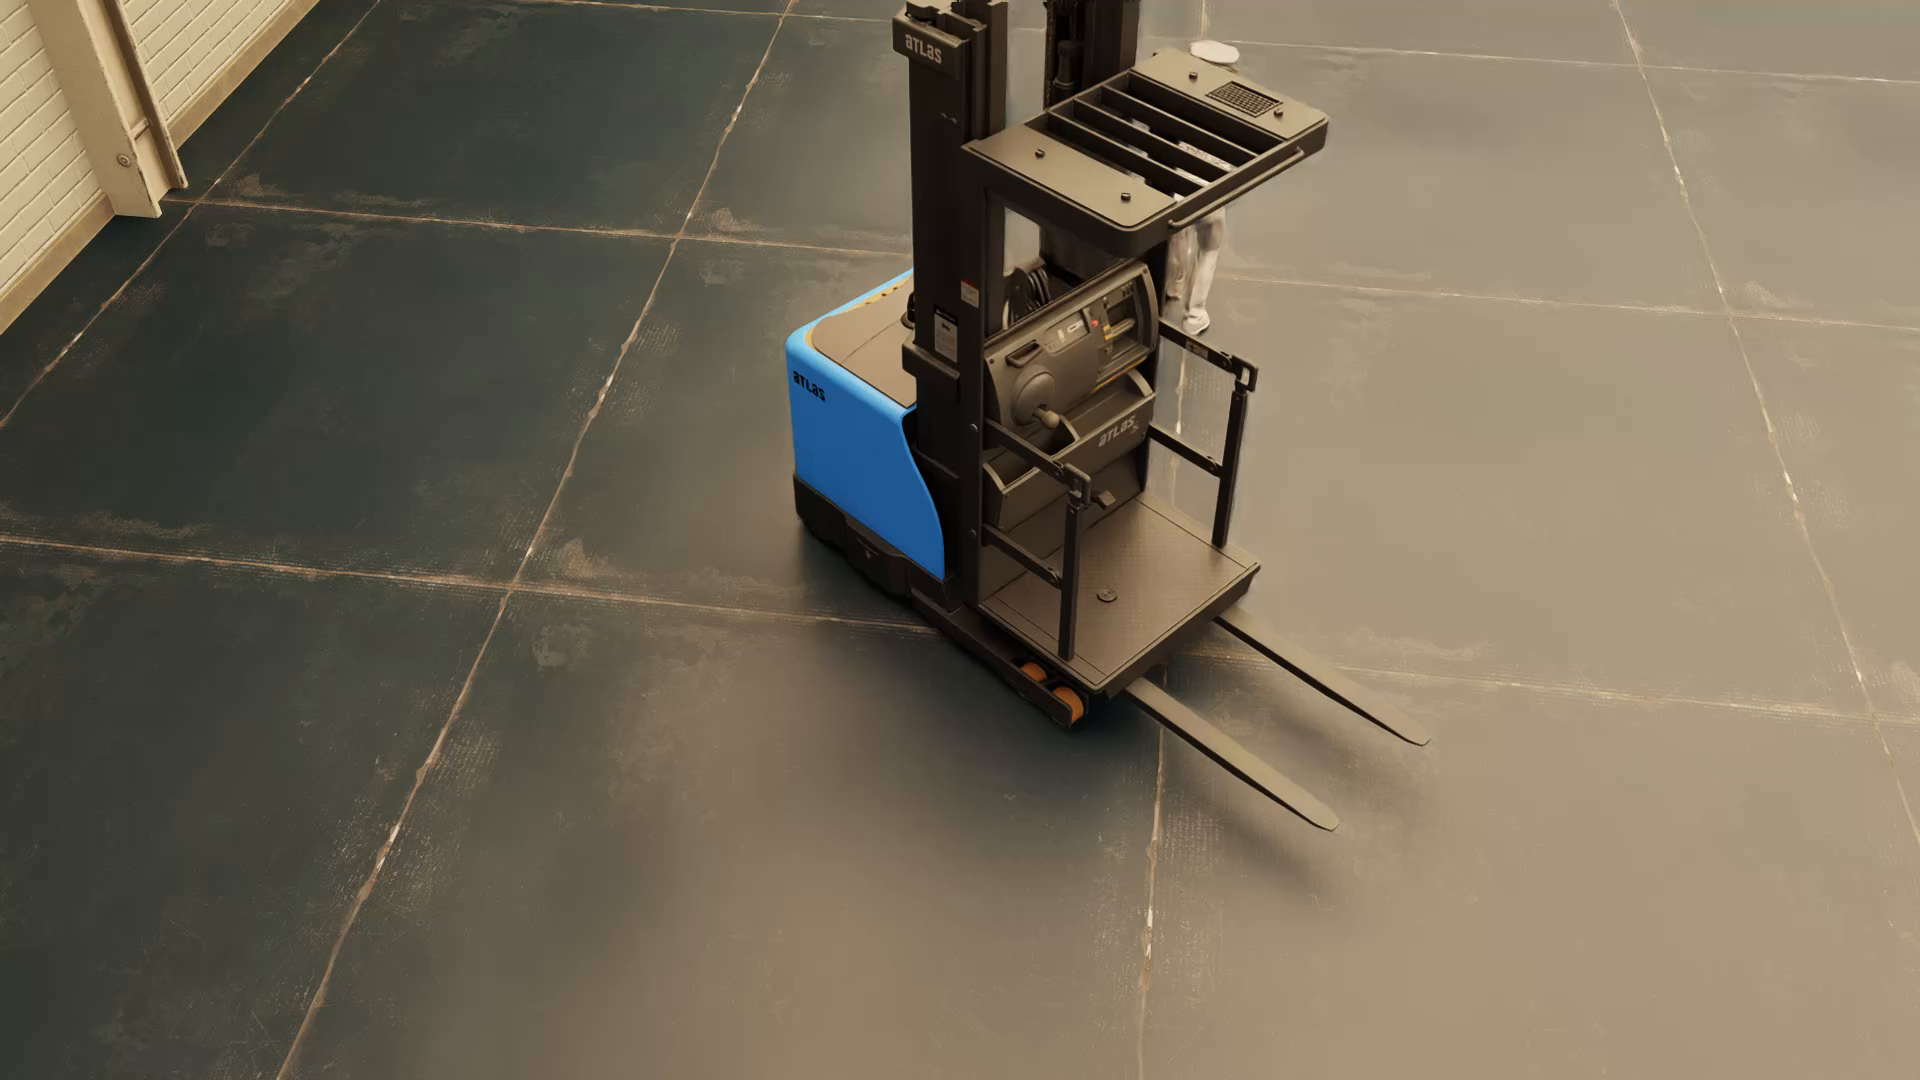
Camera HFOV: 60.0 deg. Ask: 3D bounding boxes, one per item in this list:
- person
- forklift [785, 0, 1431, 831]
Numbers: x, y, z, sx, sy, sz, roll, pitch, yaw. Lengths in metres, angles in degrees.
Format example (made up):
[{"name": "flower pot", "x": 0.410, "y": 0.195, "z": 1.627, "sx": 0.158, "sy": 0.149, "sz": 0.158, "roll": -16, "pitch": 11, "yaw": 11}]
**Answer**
[{"name": "person", "x": 1.226, "y": -1.787, "z": 8.695, "sx": 0.577, "sy": 1.664, "sz": 0.734, "roll": 4, "pitch": 43, "yaw": 5}, {"name": "forklift", "x": 0.603, "y": -0.694, "z": 6.480, "sx": 1.130, "sy": 2.935, "sz": 3.031, "roll": -33, "pitch": 52, "yaw": -31}]
